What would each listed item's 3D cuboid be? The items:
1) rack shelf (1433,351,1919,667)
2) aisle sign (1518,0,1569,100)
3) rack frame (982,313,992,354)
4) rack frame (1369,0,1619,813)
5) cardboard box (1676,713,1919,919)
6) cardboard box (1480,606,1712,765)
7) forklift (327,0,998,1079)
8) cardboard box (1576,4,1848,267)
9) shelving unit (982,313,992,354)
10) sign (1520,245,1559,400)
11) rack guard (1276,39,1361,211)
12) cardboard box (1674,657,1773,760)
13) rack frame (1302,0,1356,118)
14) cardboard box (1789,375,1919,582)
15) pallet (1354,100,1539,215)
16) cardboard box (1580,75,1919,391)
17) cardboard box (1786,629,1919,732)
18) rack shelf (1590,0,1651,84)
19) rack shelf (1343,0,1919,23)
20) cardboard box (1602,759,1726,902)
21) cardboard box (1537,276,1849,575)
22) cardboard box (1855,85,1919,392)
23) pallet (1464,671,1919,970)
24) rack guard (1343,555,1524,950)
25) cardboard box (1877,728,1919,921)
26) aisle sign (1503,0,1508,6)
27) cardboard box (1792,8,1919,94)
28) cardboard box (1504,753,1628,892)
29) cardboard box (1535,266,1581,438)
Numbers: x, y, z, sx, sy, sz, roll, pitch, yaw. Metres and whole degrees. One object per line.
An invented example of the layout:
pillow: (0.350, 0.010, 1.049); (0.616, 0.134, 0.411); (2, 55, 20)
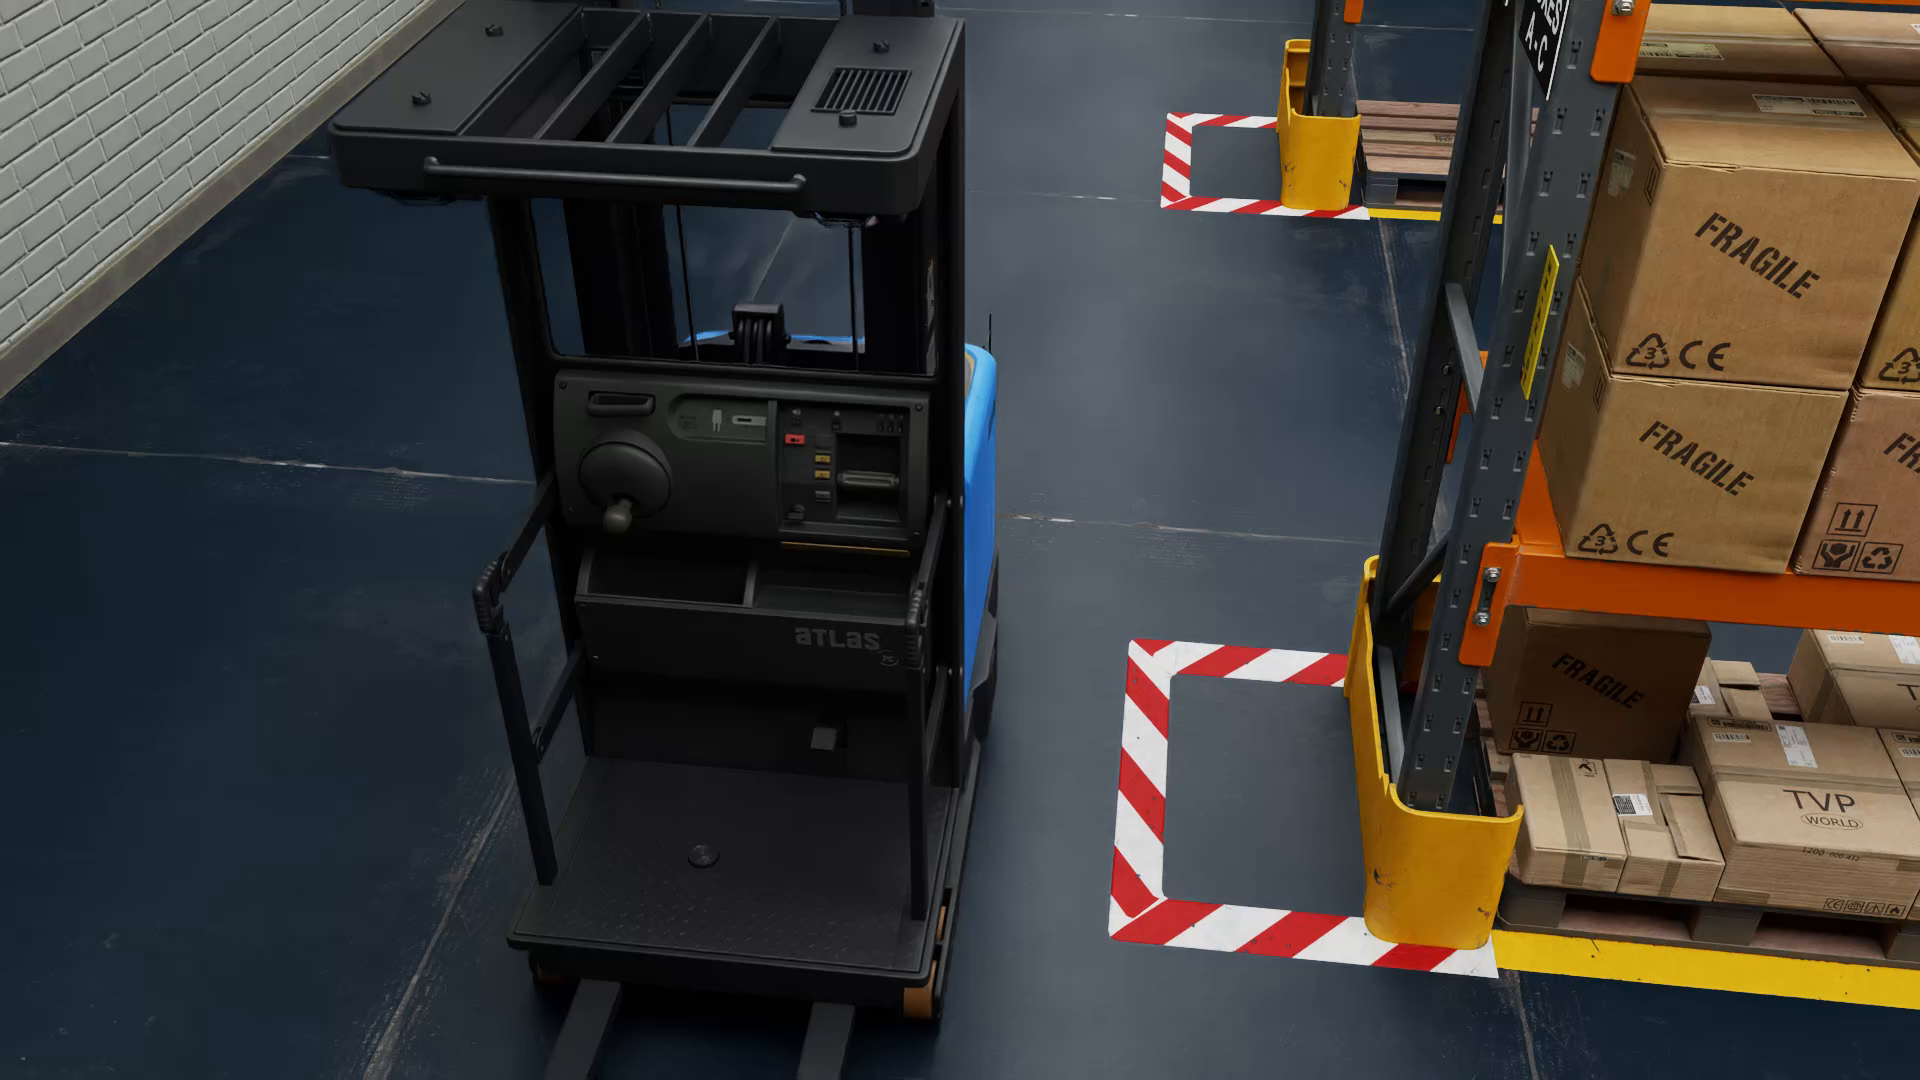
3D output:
rack shelf: (3.297, 0.015, 4.267); (4.000, 0.370, 1.077); (4, 36, 6)
aisle sign: (1.208, -1.320, 3.280); (0.004, 0.787, 0.394); (4, 36, 6)
rack frame: (0.093, -0.359, 5.979); (0.006, 0.900, 0.240); (4, 36, 6)
rack frame: (1.313, -0.426, 4.265); (0.127, 3.000, 1.000); (4, 36, 6)
cardboard box: (2.312, 0.755, 4.599); (0.500, 0.250, 0.500); (4, 36, 6)
cardboard box: (1.884, 0.311, 5.006); (0.500, 0.500, 0.500); (4, 36, 6)
forklift: (-0.562, -0.127, 3.905); (1.130, 2.935, 3.031); (4, 36, 6)
cardboard box: (1.789, -0.999, 4.121); (0.500, 0.500, 0.500); (4, 36, 6)
shelving unit: (-0.008, -0.367, 5.989); (0.210, 0.900, 0.258); (4, 36, 6)
sign: (1.244, -0.466, 3.575); (0.005, 0.325, 0.100); (4, 36, 6)
rack guard: (1.922, -2.257, 8.982); (0.348, 0.500, 1.175); (4, 36, 6)
cardboard box: (2.274, 0.528, 4.988); (0.250, 0.166, 0.380); (4, 36, 6)
rack frame: (1.947, -3.280, 8.264); (0.127, 3.000, 1.000); (4, 36, 6)
cardboard box: (2.232, -0.247, 3.928); (0.500, 0.500, 0.500); (4, 36, 5)
pallet: (2.761, -2.062, 8.957); (1.213, 0.211, 1.003); (4, 36, 6)
cardboard box: (1.719, -0.689, 3.687); (0.500, 0.500, 0.500); (5, 36, 7)
cardboard box: (2.822, 0.500, 4.956); (0.500, 0.250, 0.500); (4, 36, 6)
rack shelf: (3.297, -1.206, 3.395); (4.000, 0.370, 1.077); (4, 36, 6)
rack shelf: (3.931, -2.839, 8.265); (4.000, 0.370, 1.077); (4, 36, 6)
cardboard box: (1.932, 0.796, 4.613); (0.250, 0.166, 0.380); (4, 36, 6)
cardboard box: (1.719, -0.282, 3.977); (0.500, 0.500, 0.500); (5, 36, 7)
cardboard box: (2.239, -0.655, 3.639); (0.500, 0.500, 0.500); (5, 36, 6)
pallet: (2.179, 0.773, 4.985); (1.213, 0.211, 1.003); (4, 36, 6)
rack guard: (1.388, 0.597, 4.983); (0.348, 0.500, 1.175); (4, 36, 6)
cardboard box: (2.808, 0.792, 4.547); (0.500, 0.250, 0.500); (4, 36, 6)
aisle sign: (1.284, -1.666, 3.764); (0.004, 0.787, 0.394); (4, 36, 6)
cardboard box: (2.291, -0.962, 4.070); (0.500, 0.500, 0.500); (5, 36, 7)
cardboard box: (1.684, 0.784, 4.644); (0.250, 0.149, 0.380); (4, 36, 6)
cardboard box: (1.792, -0.591, 4.409); (0.500, 0.500, 0.500); (5, 36, 7)
